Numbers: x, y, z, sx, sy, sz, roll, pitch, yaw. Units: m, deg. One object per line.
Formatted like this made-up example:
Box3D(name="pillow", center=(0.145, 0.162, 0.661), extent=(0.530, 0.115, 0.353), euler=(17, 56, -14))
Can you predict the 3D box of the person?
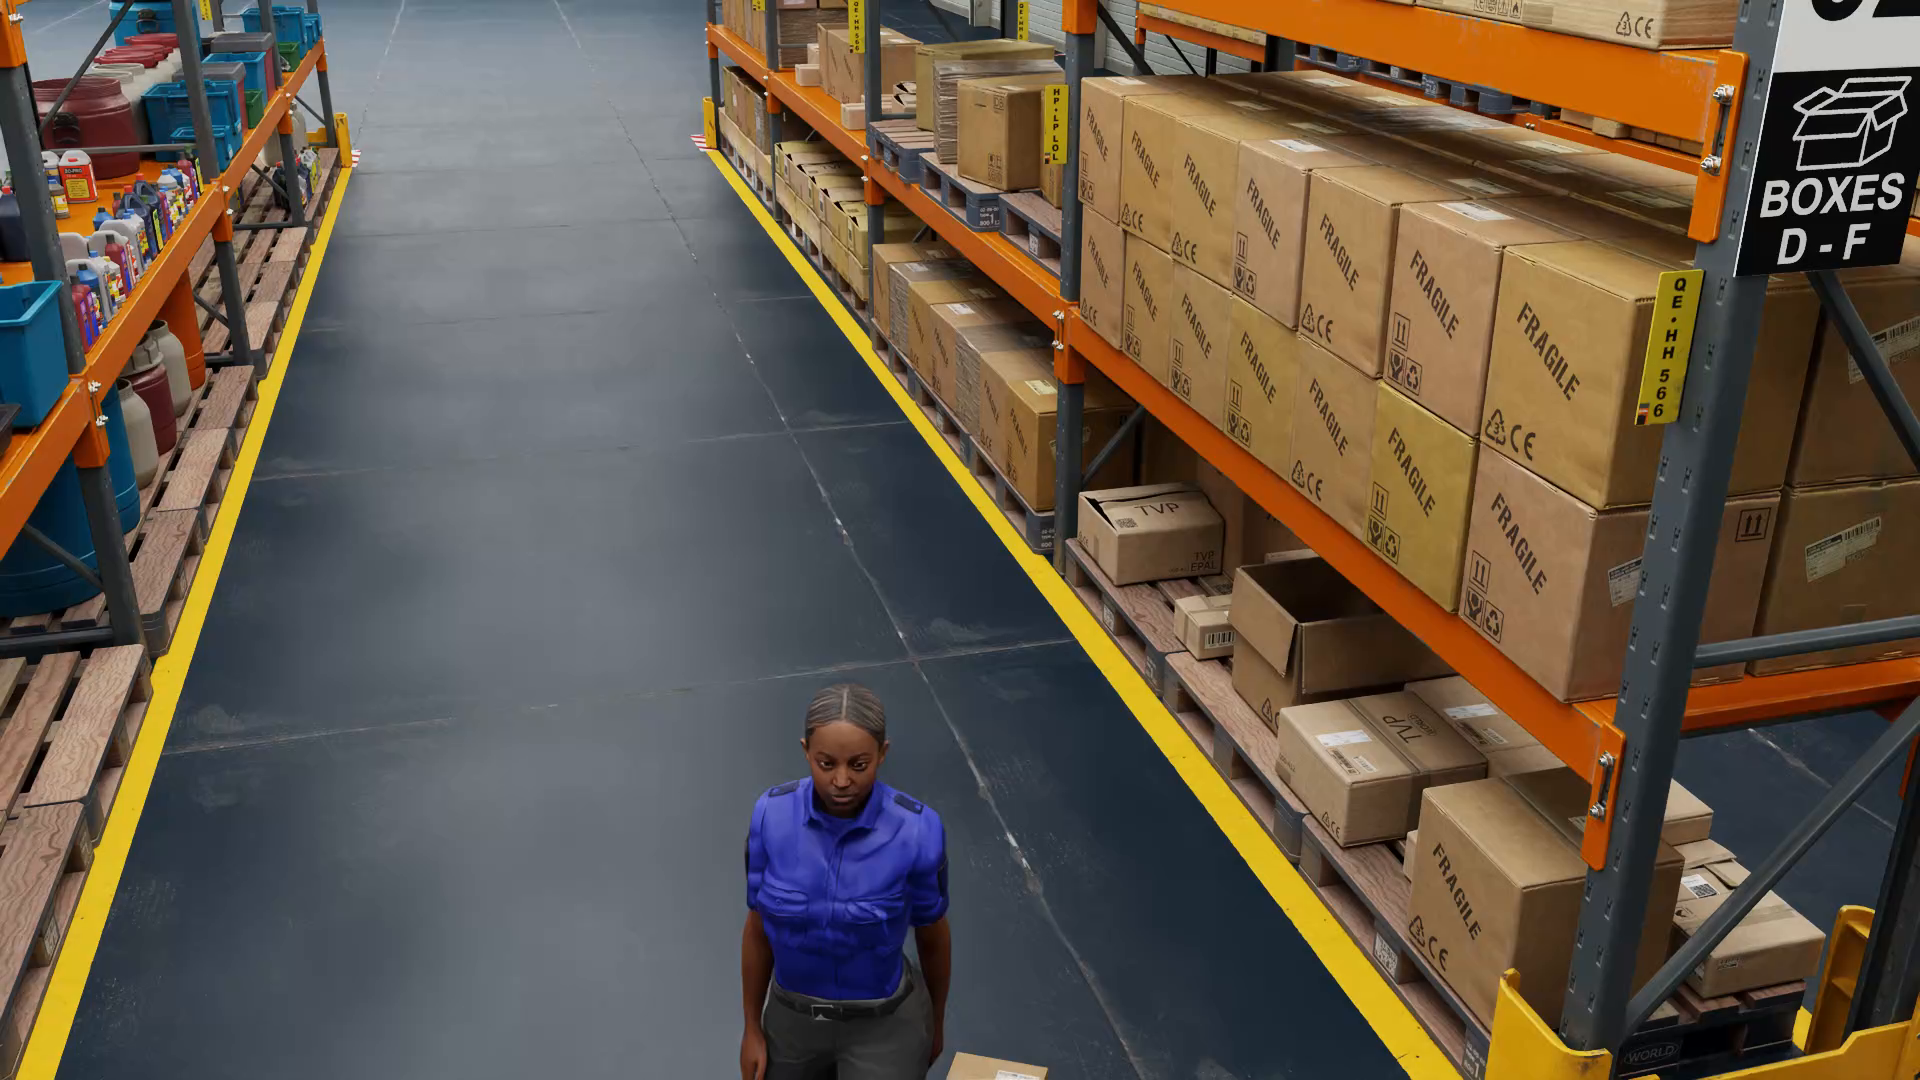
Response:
Box3D(name="person", center=(-0.237, 1.025, 3.654), extent=(0.444, 1.628, 0.736), euler=(5, 24, 12))
